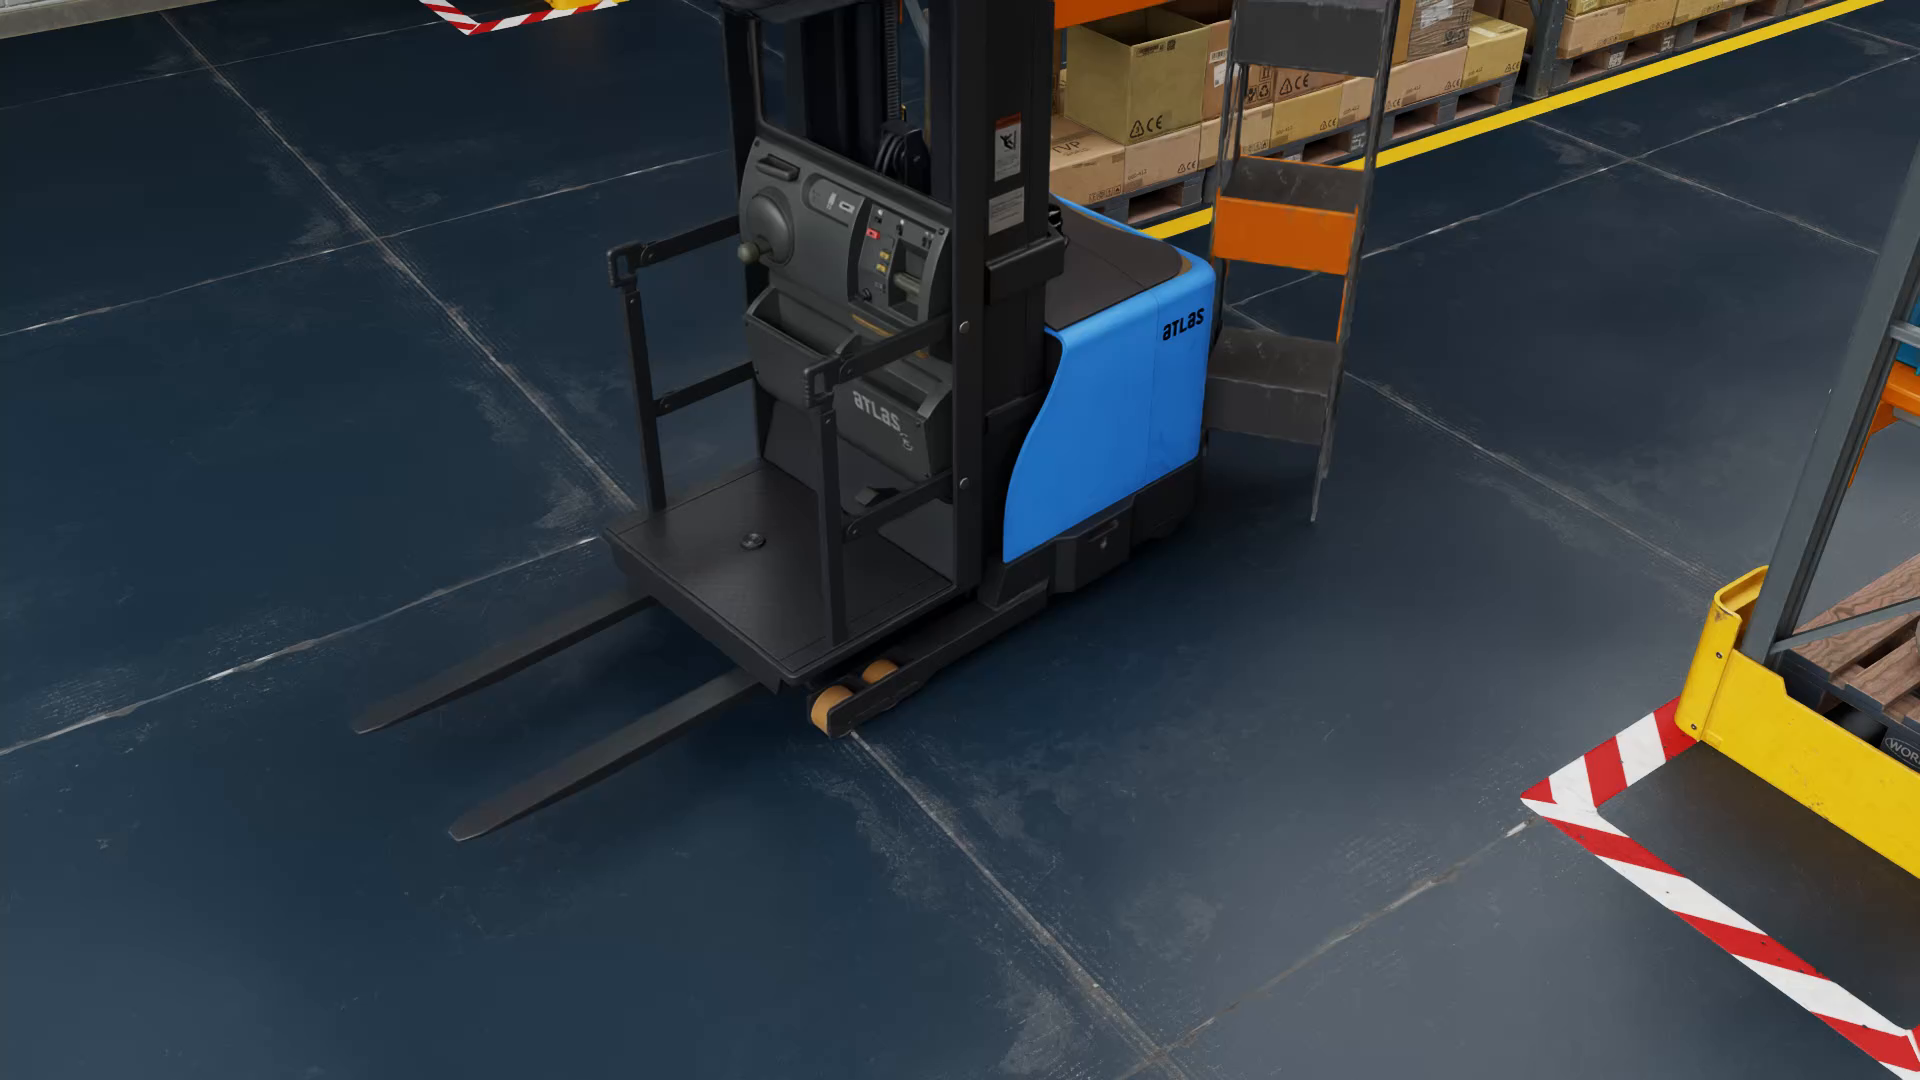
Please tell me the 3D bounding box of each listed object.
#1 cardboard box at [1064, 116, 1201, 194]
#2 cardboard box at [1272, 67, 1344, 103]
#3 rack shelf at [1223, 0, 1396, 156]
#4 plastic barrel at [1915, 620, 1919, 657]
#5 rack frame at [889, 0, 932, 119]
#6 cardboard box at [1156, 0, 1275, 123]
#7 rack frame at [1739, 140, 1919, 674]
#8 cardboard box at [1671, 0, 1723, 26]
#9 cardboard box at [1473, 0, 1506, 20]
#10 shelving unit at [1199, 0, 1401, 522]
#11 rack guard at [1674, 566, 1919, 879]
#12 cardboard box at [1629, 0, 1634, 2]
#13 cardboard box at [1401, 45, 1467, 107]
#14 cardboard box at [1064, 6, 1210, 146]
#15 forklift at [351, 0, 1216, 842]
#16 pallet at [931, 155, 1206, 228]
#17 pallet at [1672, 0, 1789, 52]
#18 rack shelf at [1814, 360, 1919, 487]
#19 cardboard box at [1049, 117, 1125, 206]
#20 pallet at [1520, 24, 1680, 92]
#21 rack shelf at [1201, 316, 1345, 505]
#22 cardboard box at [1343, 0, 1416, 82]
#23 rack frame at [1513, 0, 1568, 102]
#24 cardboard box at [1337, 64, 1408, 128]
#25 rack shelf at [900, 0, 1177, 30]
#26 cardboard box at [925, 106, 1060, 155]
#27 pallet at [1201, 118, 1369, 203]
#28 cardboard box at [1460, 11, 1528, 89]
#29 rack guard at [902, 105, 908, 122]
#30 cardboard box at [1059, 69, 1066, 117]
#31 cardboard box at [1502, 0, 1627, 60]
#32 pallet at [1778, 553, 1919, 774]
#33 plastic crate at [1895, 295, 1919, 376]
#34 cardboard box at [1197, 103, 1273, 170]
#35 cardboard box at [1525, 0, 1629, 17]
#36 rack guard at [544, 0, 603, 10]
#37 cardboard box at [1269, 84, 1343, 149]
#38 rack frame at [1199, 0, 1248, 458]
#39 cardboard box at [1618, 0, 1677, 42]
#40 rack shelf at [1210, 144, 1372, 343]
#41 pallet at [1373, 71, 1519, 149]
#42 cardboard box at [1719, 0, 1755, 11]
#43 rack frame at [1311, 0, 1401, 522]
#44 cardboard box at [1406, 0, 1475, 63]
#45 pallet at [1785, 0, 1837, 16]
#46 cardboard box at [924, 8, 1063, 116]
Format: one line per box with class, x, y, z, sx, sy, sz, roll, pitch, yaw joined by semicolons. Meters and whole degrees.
cardboard box;0.870;-2.025;8.492;0.500;0.250;0.500;-22;41;-28
cardboard box;1.691;-2.663;8.736;0.500;0.500;0.500;-22;41;-28
rack shelf;1.176;-1.635;5.549;0.480;0.518;0.431;11;37;15
plastic barrel;3.242;0.220;5.146;0.421;0.512;0.421;0;36;0
rack frame;-0.103;-2.727;7.472;0.127;3.000;1.000;-22;41;-28
cardboard box;1.273;-2.503;8.514;0.500;0.500;0.500;-22;41;-28
rack frame;2.748;-0.361;4.183;0.127;3.000;1.000;-22;41;-28
cardboard box;4.480;-3.491;10.530;0.500;0.250;0.500;-24;42;-29
cardboard box;3.339;-3.404;10.409;0.500;0.250;0.500;-23;42;-28
shelving unit;1.176;-1.077;5.950;0.503;2.100;0.431;11;37;15
rack guard;2.783;0.605;4.980;0.348;0.500;1.175;-22;41;-28
cardboard box;4.060;-3.540;10.118;0.500;0.311;0.500;-23;42;-28
cardboard box;2.499;-2.702;9.434;0.500;0.250;0.500;-22;41;-28
cardboard box;0.871;-2.329;8.272;0.500;0.500;0.500;-22;41;-28
forklift;-0.524;-0.899;4.989;3.031;2.935;1.130;-28;44;-33
pallet;0.498;-1.872;8.672;1.213;0.211;1.003;-22;41;-28
pallet;4.745;-3.619;11.101;1.213;0.211;1.003;-22;41;-28
rack shelf;4.382;-0.742;5.329;4.000;0.370;1.077;-22;41;-28
cardboard box;0.464;-1.855;8.256;0.500;0.250;0.500;-22;41;-28
pallet;3.747;-3.206;10.527;1.213;0.211;1.003;-22;41;-28
rack shelf;1.176;-0.498;6.367;0.480;0.518;0.431;11;37;15
cardboard box;2.092;-2.838;8.980;0.500;0.500;0.500;-22;41;-28
rack frame;3.167;-4.072;9.343;0.127;3.000;1.000;-22;41;-28
cardboard box;2.099;-2.527;9.190;0.500;0.250;0.500;-22;41;-28
rack shelf;1.532;-3.107;8.617;4.000;0.370;1.077;-22;41;-28
cardboard box;0.165;-2.102;8.599;0.500;0.250;0.500;-22;41;-28
pallet;1.495;-2.280;9.239;1.213;0.211;1.003;-22;41;-28
cardboard box;2.914;-2.866;9.661;0.500;0.250;0.500;-22;41;-28
rack guard;-0.122;-1.704;8.191;0.348;0.500;1.175;-22;41;-28
cardboard box;0.567;-2.276;8.841;0.500;0.250;0.500;-22;41;-28
cardboard box;3.639;-3.144;10.047;0.500;0.250;0.500;-23;42;-29
pallet;3.450;0.452;5.441;1.213;0.211;1.003;-22;41;-28
plastic crate;2.984;-0.612;4.659;0.616;0.251;0.499;-22;41;-28
cardboard box;1.279;-2.193;8.725;0.500;0.250;0.500;-22;41;-28
cardboard box;3.648;-3.374;9.887;0.500;0.311;0.500;-22;41;-28
rack guard;-2.897;-4.100;11.523;0.348;0.500;1.175;-22;41;-28
cardboard box;1.691;-2.359;8.956;0.500;0.250;0.500;-22;41;-28
rack frame;0.944;-1.122;6.012;0.015;2.100;0.400;11;37;15
cardboard box;4.058;-3.315;10.285;0.500;0.250;0.500;-21;41;-27
rack shelf;1.176;-1.066;5.958;0.480;0.518;0.431;11;37;15
pallet;2.493;-2.693;9.813;1.213;0.211;1.003;-22;41;-28
cardboard box;4.896;-3.661;10.767;0.500;0.250;0.500;-22;41;-27
rack frame;1.408;-1.033;5.888;0.015;2.100;0.400;11;37;15
cardboard box;2.498;-3.008;9.216;0.500;0.500;0.500;-22;41;-28
pallet;5.741;-4.027;11.669;1.213;0.211;1.003;-22;41;-28
cardboard box;0.164;-2.408;8.382;0.500;0.500;0.500;-22;41;-28
